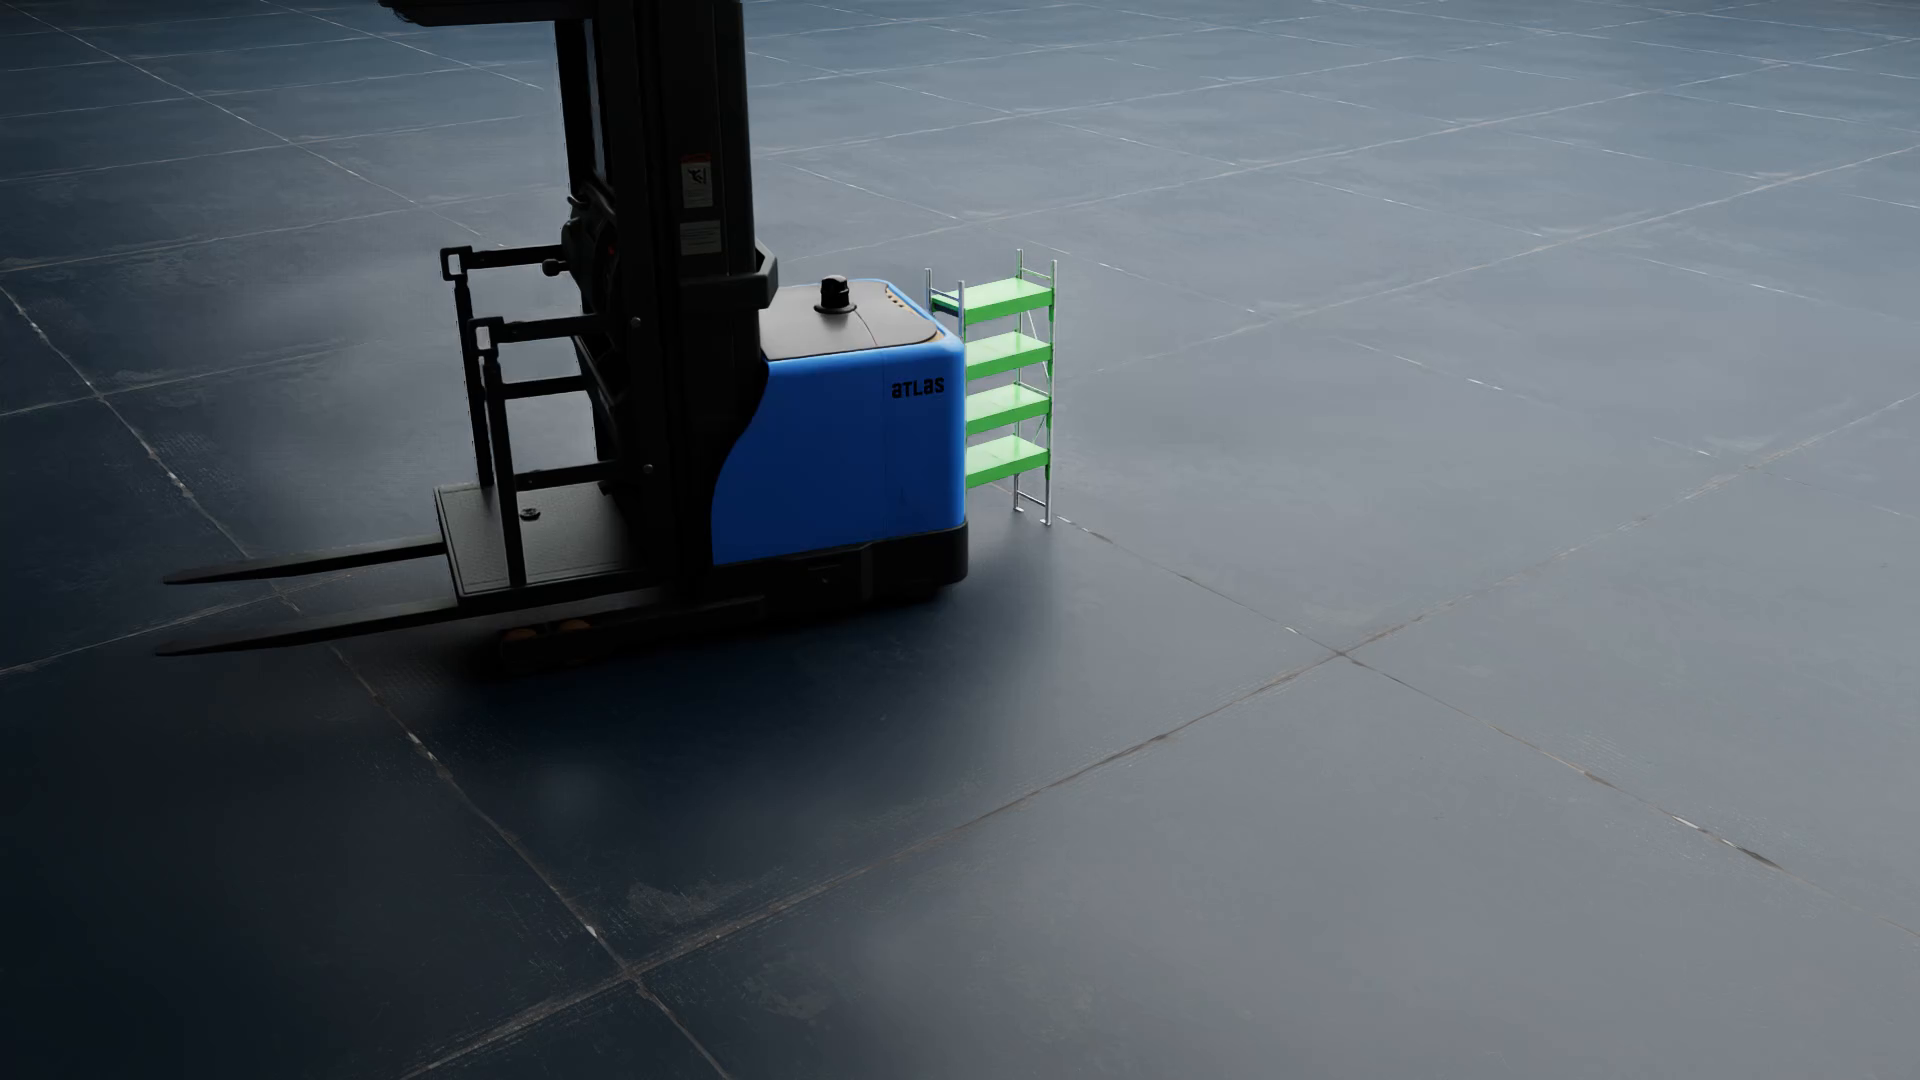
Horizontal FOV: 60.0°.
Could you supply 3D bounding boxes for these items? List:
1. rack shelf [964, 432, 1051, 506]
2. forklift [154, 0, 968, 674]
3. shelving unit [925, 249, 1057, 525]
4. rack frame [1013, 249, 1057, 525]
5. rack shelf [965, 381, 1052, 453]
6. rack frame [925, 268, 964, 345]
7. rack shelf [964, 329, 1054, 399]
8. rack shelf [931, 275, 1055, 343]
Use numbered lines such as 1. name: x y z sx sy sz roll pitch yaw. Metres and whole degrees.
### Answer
1. rack shelf: 0.130 -0.312 7.218 0.480 0.148 0.258 -18 31 -34
2. forklift: -1.539 -1.082 6.101 3.031 2.935 1.130 -9 26 -19
3. shelving unit: 0.130 -0.587 7.090 0.503 1.200 0.258 -18 31 -34
4. rack frame: 0.322 -0.651 7.227 0.015 1.200 0.240 -18 31 -34
5. rack shelf: 0.130 -0.529 7.117 0.480 0.148 0.258 -18 31 -34
6. rack frame: -0.062 -0.524 6.953 0.015 1.200 0.240 -18 31 -34
7. rack shelf: 0.130 -0.747 7.016 0.480 0.148 0.258 -18 31 -34
8. rack shelf: 0.130 -0.965 6.915 0.480 0.148 0.258 -18 31 -34
